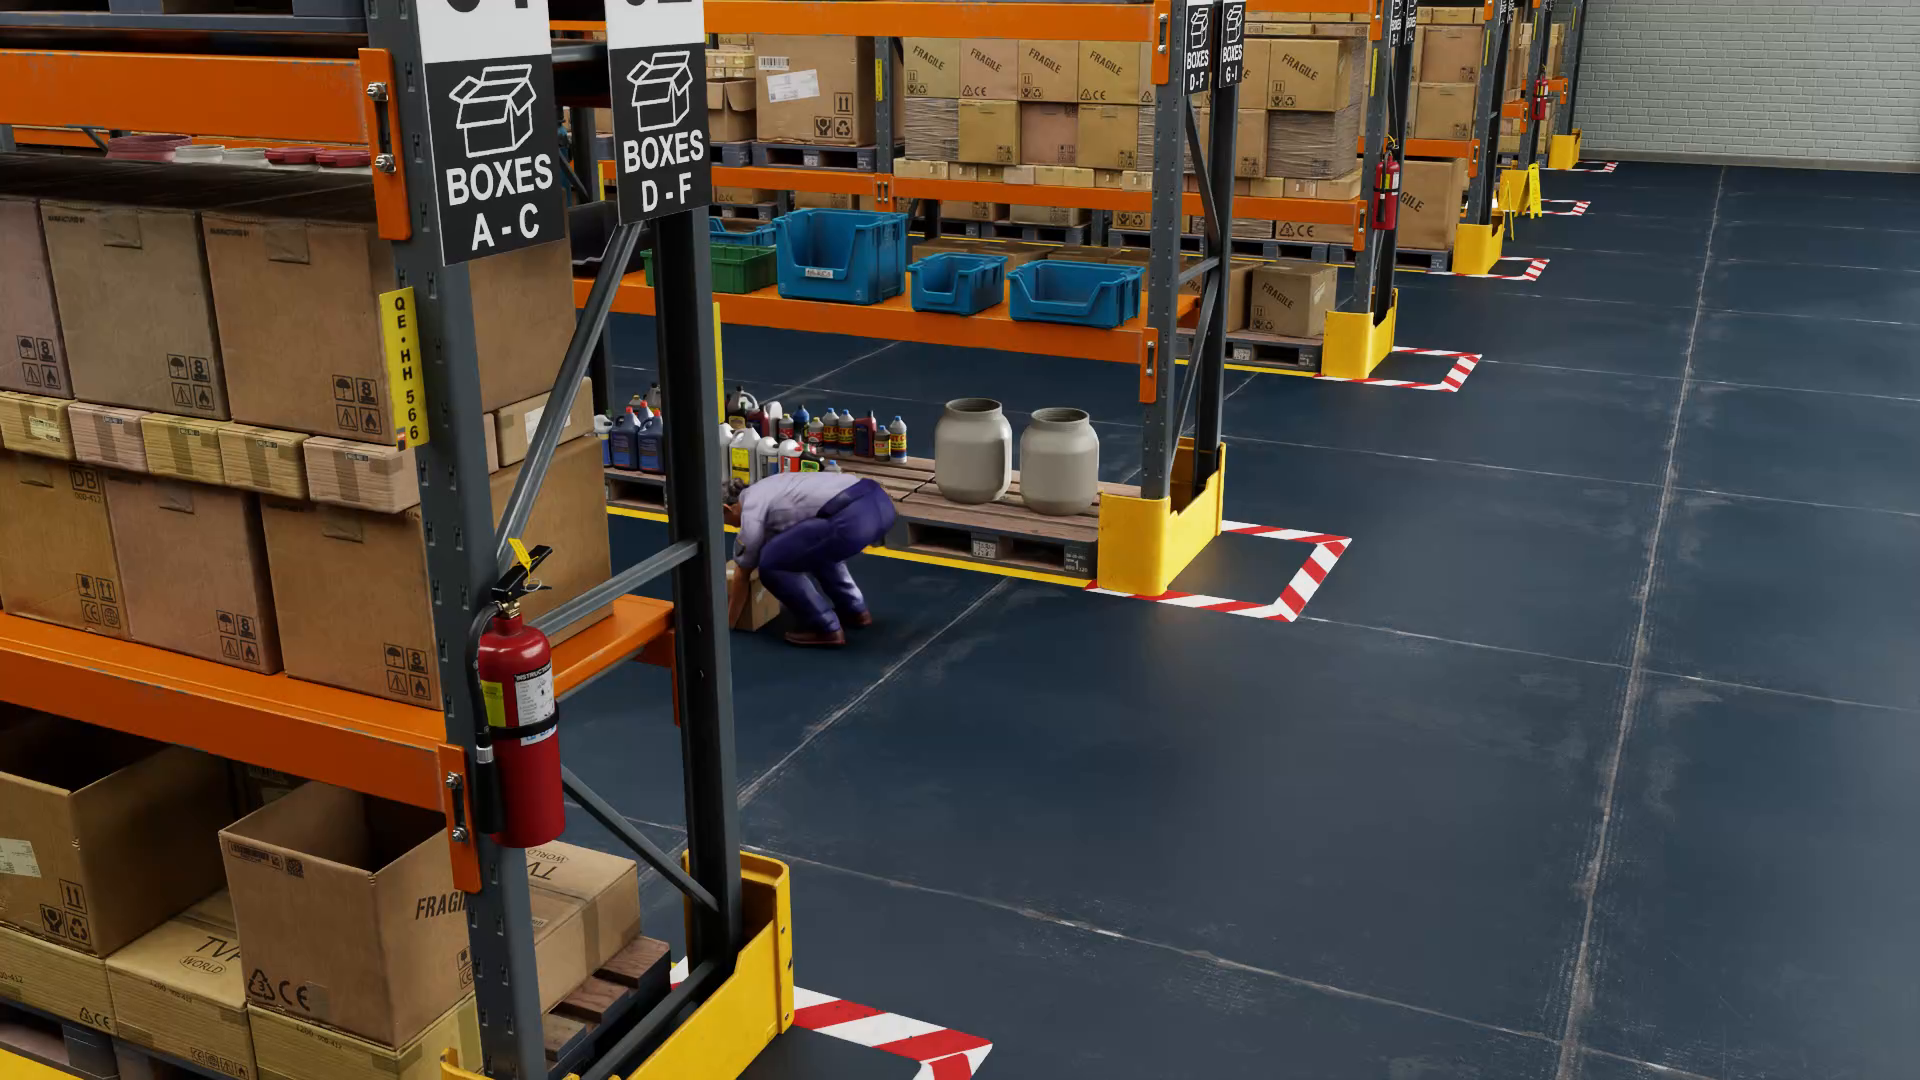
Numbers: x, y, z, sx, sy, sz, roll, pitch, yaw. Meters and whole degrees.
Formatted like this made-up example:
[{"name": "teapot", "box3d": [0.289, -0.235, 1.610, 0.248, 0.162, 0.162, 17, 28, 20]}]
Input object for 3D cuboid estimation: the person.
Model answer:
[{"name": "person", "box3d": [-0.666, -0.339, 7.578, 0.522, 1.644, 0.447, 9, 21, 23]}]
